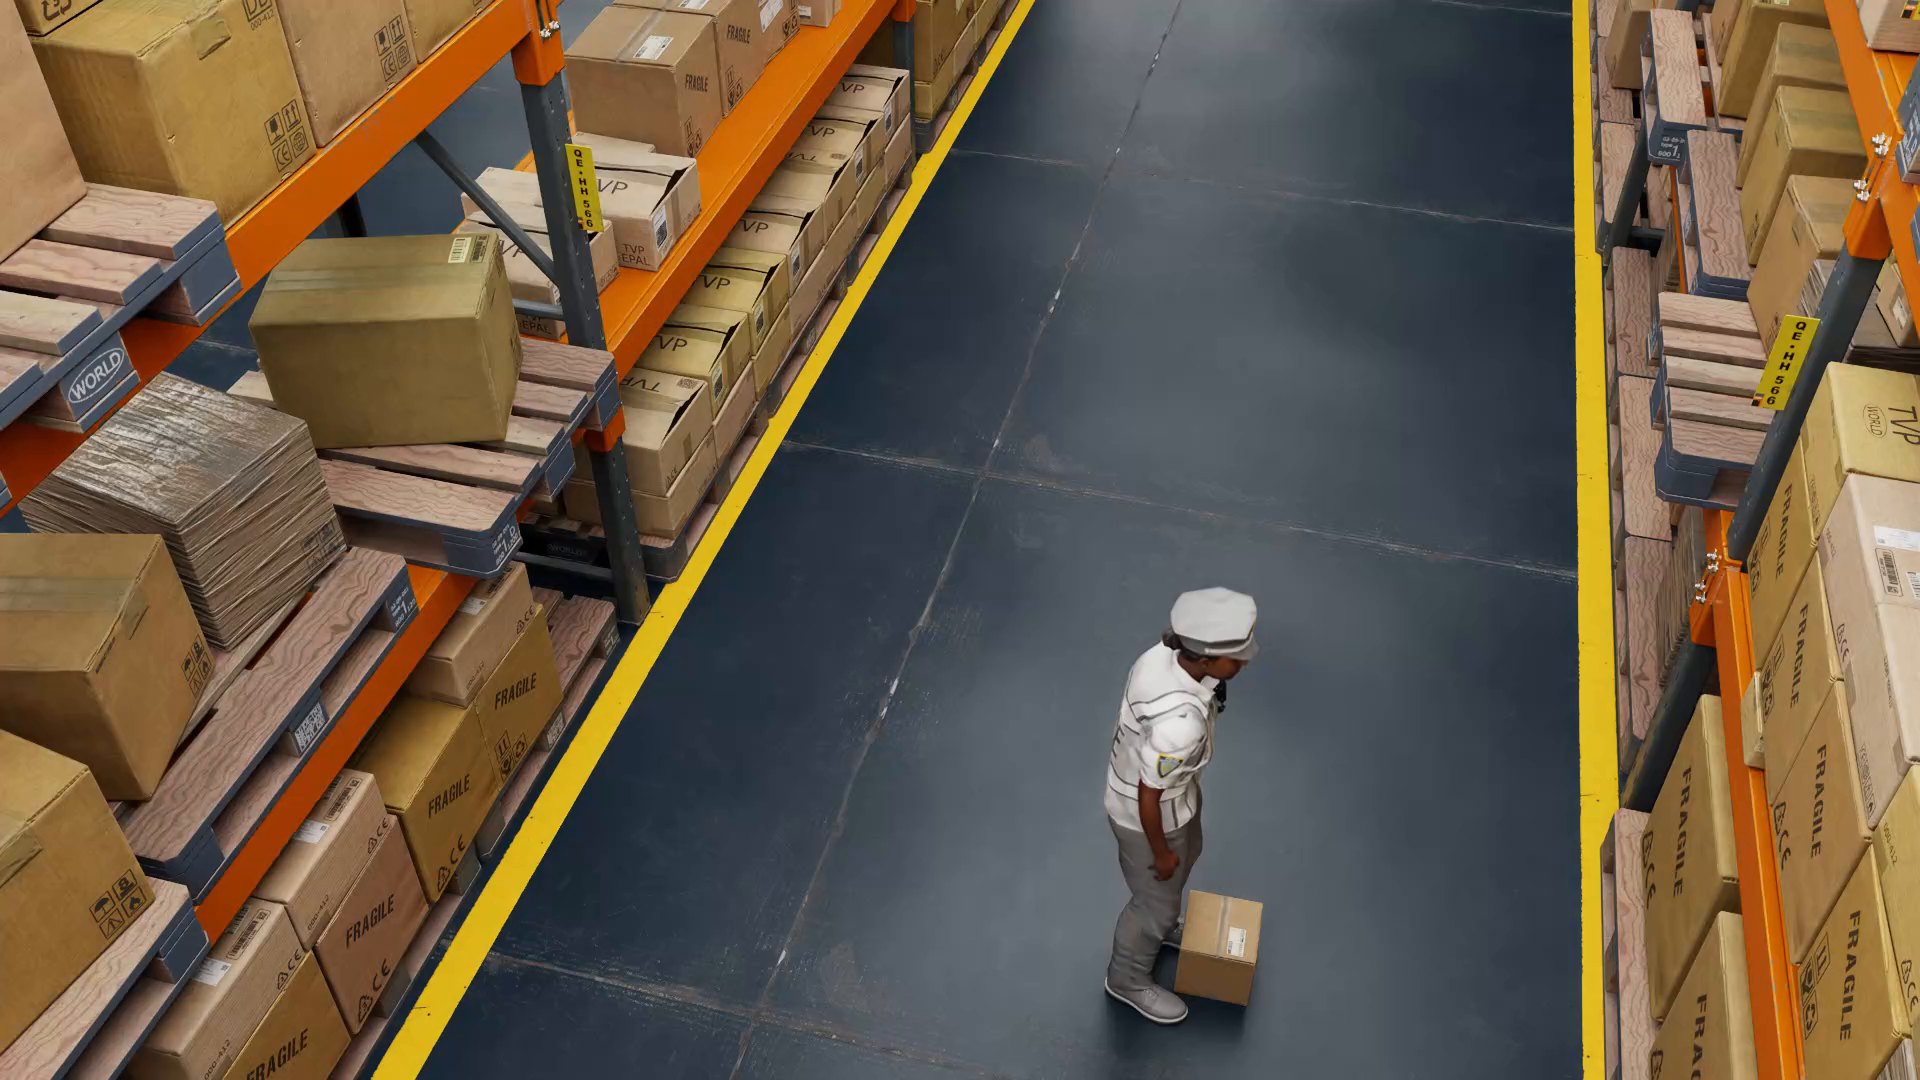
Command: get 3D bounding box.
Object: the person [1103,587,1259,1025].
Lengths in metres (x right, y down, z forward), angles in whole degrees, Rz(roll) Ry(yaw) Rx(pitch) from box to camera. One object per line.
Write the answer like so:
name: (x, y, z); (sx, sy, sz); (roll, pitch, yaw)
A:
person: (0.660, 0.824, 5.221); (0.416, 1.657, 0.513); (10, 42, 11)
